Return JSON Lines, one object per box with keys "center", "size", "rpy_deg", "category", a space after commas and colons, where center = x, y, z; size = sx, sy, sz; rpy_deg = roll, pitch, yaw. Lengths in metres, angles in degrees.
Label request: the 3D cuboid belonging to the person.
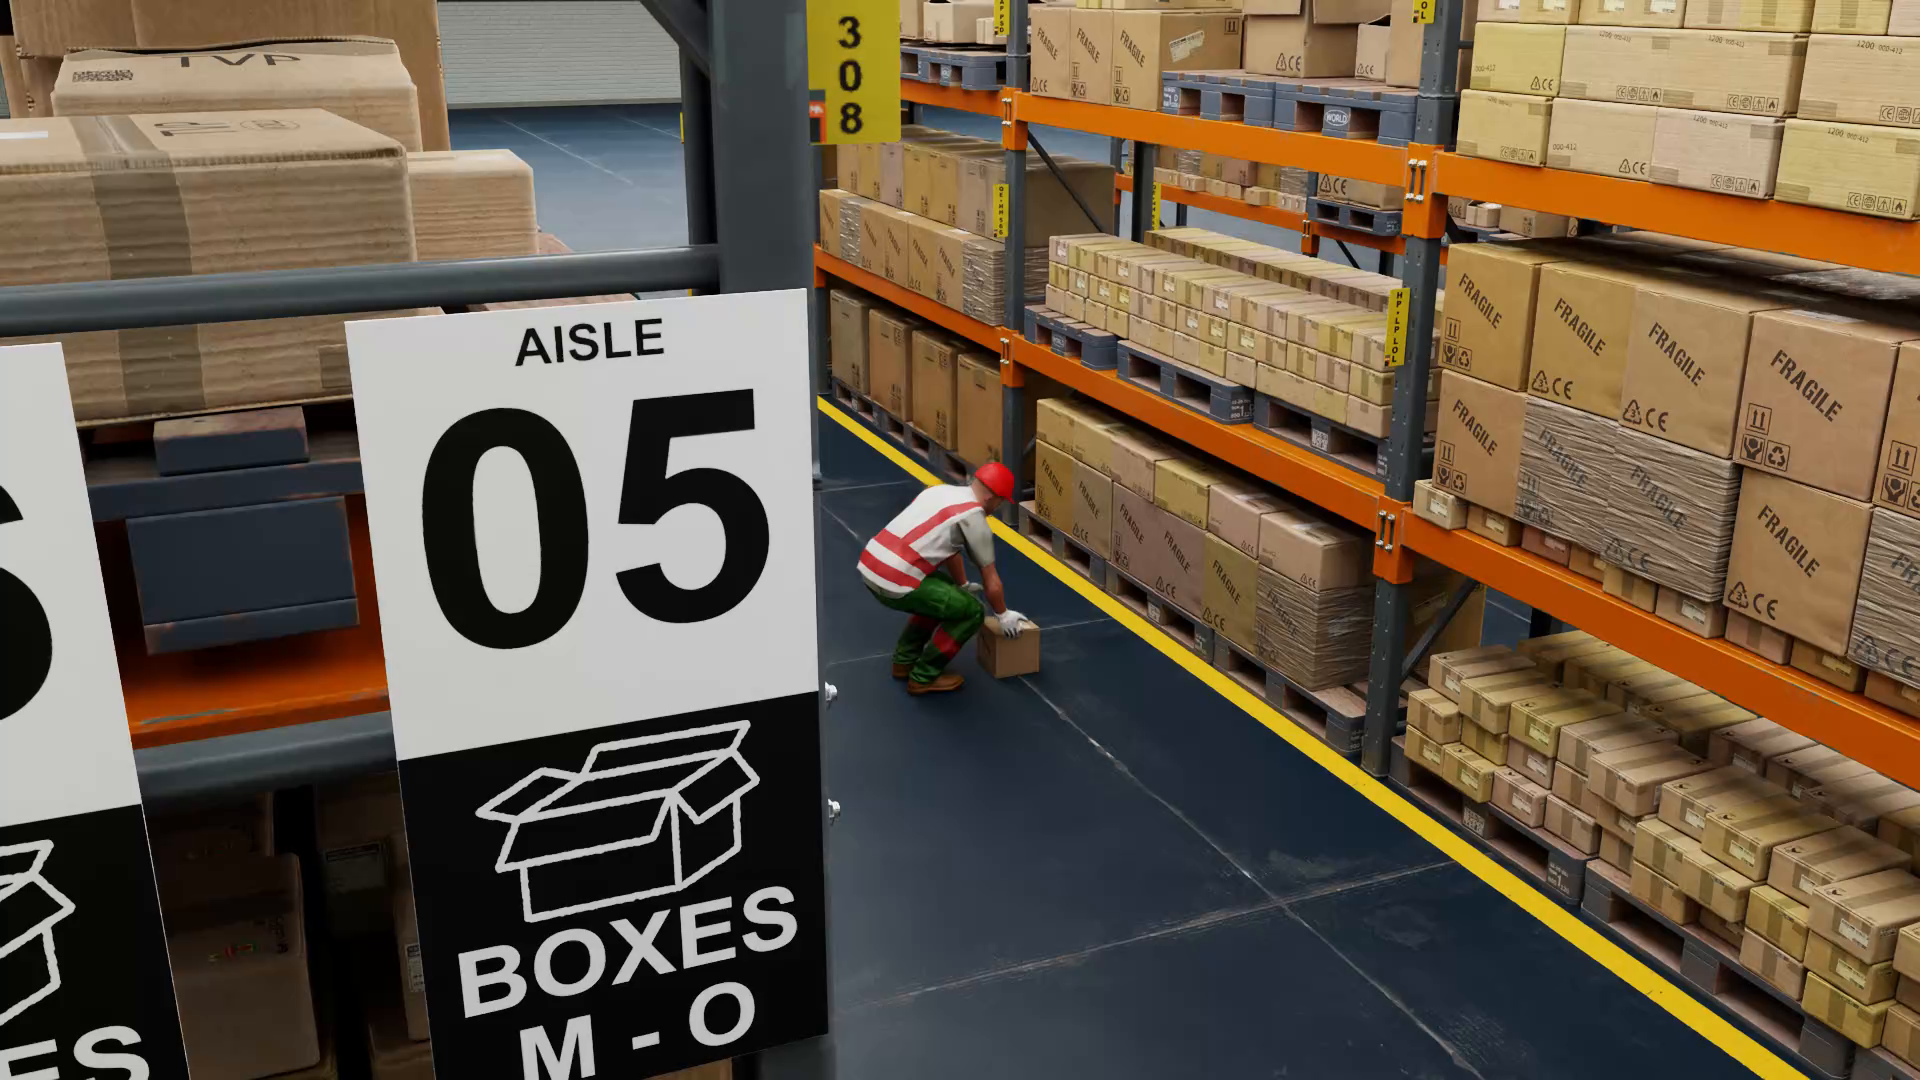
{"center": [-0.107, 0.181, 8.543], "size": [0.863, 1.116, 0.581], "rpy_deg": [-8, 20, -22], "category": "person"}
